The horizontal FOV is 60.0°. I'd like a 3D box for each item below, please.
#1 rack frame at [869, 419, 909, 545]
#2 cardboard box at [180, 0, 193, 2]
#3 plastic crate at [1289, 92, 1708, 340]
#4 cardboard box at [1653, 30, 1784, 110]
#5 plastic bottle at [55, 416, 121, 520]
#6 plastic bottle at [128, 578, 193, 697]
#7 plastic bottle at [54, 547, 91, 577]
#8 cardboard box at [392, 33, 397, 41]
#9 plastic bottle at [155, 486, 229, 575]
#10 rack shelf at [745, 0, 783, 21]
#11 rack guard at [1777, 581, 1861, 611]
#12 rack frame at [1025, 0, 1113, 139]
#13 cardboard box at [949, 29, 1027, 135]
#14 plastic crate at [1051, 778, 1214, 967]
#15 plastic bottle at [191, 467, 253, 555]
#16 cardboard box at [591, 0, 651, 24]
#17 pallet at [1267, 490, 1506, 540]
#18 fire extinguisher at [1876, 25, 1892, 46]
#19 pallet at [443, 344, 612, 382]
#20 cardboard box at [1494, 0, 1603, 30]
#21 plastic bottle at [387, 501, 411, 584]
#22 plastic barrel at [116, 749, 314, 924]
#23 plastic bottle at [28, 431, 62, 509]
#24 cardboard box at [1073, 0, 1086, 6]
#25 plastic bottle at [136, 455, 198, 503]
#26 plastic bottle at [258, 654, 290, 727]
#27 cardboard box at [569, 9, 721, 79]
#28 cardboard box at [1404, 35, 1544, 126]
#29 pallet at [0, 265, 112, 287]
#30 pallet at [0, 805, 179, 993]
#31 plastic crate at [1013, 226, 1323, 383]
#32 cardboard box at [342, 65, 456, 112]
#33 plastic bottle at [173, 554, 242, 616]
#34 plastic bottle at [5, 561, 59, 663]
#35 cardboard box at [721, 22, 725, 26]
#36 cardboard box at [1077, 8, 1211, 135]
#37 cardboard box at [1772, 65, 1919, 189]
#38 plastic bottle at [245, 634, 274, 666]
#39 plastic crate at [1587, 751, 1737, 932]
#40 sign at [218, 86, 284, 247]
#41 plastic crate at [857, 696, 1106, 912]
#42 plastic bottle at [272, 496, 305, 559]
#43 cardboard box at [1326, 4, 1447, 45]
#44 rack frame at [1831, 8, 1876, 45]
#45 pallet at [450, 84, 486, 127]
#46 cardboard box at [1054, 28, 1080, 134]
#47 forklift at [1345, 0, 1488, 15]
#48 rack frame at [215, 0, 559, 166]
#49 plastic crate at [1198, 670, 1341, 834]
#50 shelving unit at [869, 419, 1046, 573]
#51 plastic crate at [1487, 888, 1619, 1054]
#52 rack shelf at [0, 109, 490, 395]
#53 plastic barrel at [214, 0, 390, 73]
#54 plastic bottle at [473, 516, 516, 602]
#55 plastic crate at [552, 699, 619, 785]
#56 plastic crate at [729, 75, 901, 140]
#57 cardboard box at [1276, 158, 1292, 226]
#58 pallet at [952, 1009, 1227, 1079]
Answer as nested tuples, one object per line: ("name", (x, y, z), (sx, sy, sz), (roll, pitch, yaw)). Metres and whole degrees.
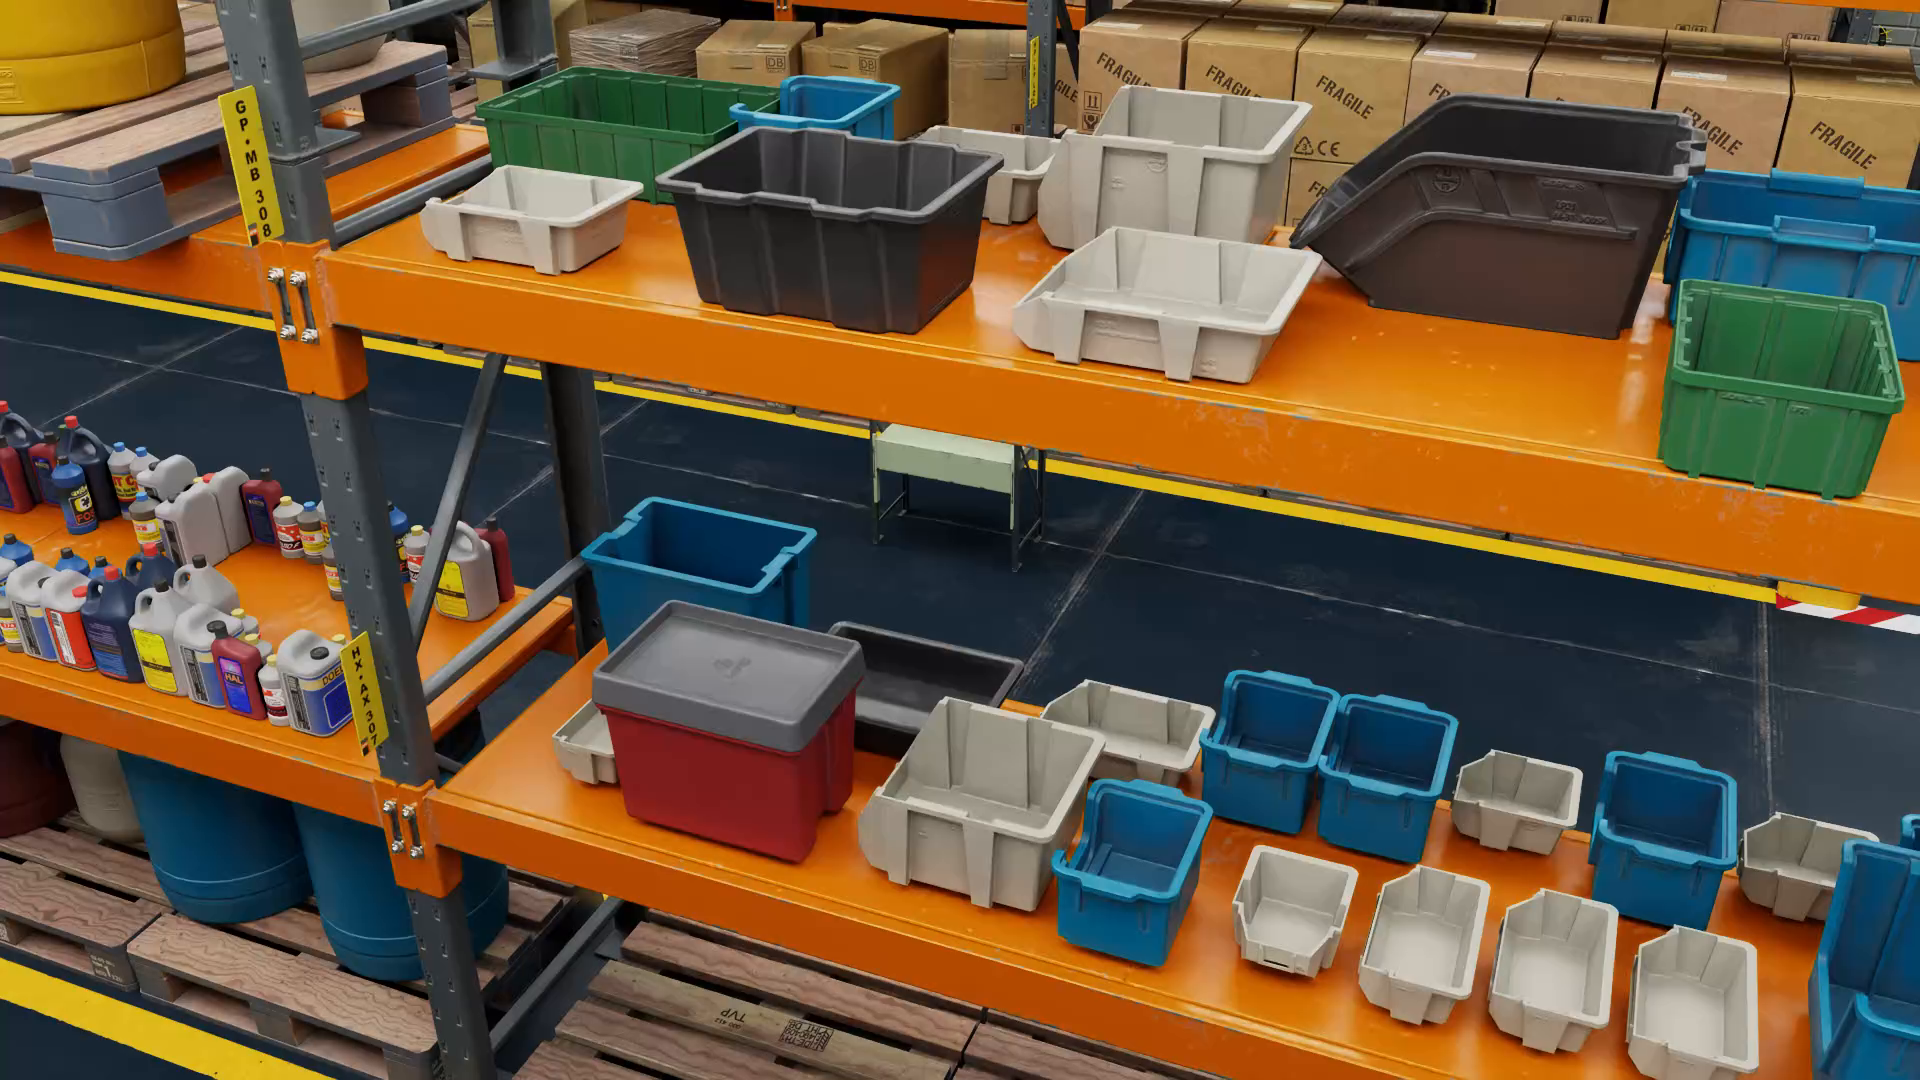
("rack frame", (-0.345, -0.722, 8.003), (0.023, 1.500, 0.400), (11, 31, 19))
("cardboard box", (-8.091, -5.326, 16.910), (0.500, 0.311, 0.500), (8, 30, 13))
("plastic crate", (1.091, -0.684, 3.426), (0.767, 0.338, 0.504), (11, 31, 19))
("cardboard box", (3.469, -2.029, 7.674), (0.500, 0.500, 0.500), (12, 31, 20))
("plastic bottle", (-2.989, -0.256, 5.705), (0.185, 0.351, 0.144), (11, 31, 19))
("plastic bottle", (-2.278, 0.264, 4.785), (0.185, 0.351, 0.144), (11, 31, 19))
("plastic bottle", (-2.691, 0.147, 5.072), (0.097, 0.271, 0.097), (0, 29, 0))
("cardboard box", (-5.499, -4.778, 16.086), (0.250, 0.166, 0.380), (7, 30, 13))
("plastic bottle", (-2.505, -0.044, 5.406), (0.135, 0.276, 0.152), (11, 31, 19))
("rack shelf", (-3.139, -5.051, 14.869), (4.000, 0.370, 1.077), (11, 31, 19))
("rack guard", (4.198, -0.181, 8.062), (0.348, 0.500, 1.175), (11, 31, 19))
("rack frame", (0.562, -1.995, 8.731), (0.127, 3.000, 1.000), (11, 31, 19))
("cardboard box", (0.207, -2.411, 8.938), (0.500, 0.500, 0.700), (1, 30, 2))
("plastic crate", (0.403, 0.787, 3.919), (0.300, 0.233, 0.416), (11, 31, 19))
("plastic bottle", (-2.447, -0.114, 5.529), (0.135, 0.276, 0.152), (11, 31, 19))
("cardboard box", (-2.955, -4.760, 14.955), (0.500, 0.250, 0.500), (11, 31, 19))
("pallet", (2.333, -0.428, 8.794), (1.213, 0.211, 1.003), (11, 31, 19))
("fire extinguisher", (6.094, -3.080, 11.108), (0.183, 0.674, 0.296), (11, 31, 19))
("pallet", (-2.467, -1.365, 10.451), (1.213, 0.211, 1.003), (11, 31, 19))
("cardboard box", (4.270, -4.009, 11.990), (0.700, 0.700, 0.980), (10, 31, 17))
("plastic bottle", (-1.811, 0.001, 5.331), (0.097, 0.271, 0.097), (0, 29, 0))
("plastic barrel", (-2.458, 0.754, 5.573), (0.708, 0.901, 0.600), (11, 31, 19))
("plastic bottle", (-3.144, -0.248, 5.759), (0.133, 0.283, 0.061), (11, 31, 19))
("cardboard box", (1.067, -4.289, 13.025), (0.250, 0.149, 0.380), (11, 31, 19))
("plastic bottle", (-2.662, -0.157, 5.605), (0.135, 0.276, 0.152), (11, 31, 19))
("plastic bottle", (-1.908, 0.415, 4.669), (0.097, 0.201, 0.097), (0, 29, 0))
("cardboard box", (-1.743, -2.640, 9.344), (0.500, 0.500, 0.700), (18, 34, 28))
("cardboard box", (2.326, -1.972, 7.574), (0.500, 0.500, 0.500), (12, 32, 21))
("pallet", (-6.154, -2.142, 11.826), (1.213, 0.211, 1.003), (11, 31, 19))
("pallet", (-3.137, 1.090, 6.107), (1.213, 0.211, 1.003), (11, 31, 19))
("plastic crate", (0.395, -0.457, 3.230), (0.530, 0.136, 0.437), (11, 31, 19))
("cardboard box", (-3.465, -2.783, 10.216), (0.500, 0.311, 0.500), (13, 32, 22))
("plastic bottle", (-2.224, 0.198, 4.902), (0.185, 0.351, 0.144), (11, 31, 19))
("plastic bottle", (-2.721, 0.206, 4.964), (0.135, 0.276, 0.152), (11, 31, 19))
("cardboard box", (-2.406, -4.355, 15.000), (0.500, 0.500, 0.700), (11, 31, 19))
("cardboard box", (0.893, -2.258, 8.079), (0.500, 0.500, 0.500), (12, 32, 20))
("cardboard box", (3.753, -1.691, 7.075), (0.500, 0.500, 0.500), (11, 31, 19))
("plastic bottle", (-2.009, 0.363, 4.762), (0.097, 0.201, 0.097), (0, 29, 0))
("plastic crate", (1.688, 0.732, 4.015), (0.300, 0.233, 0.416), (11, 31, 19))
("sign", (-1.512, -0.796, 3.553), (0.005, 0.325, 0.100), (11, 31, 19))
("plastic crate", (0.042, 0.655, 4.102), (0.530, 0.282, 0.437), (11, 31, 19))
("plastic bottle", (-2.206, -0.048, 5.488), (0.097, 0.201, 0.097), (0, 29, 0))
("cardboard box", (2.071, -2.311, 8.173), (0.500, 0.500, 0.500), (12, 31, 20))
("rack frame", (6.128, -3.514, 11.419), (0.127, 3.000, 1.000), (11, 31, 19))
("pallet", (-2.490, -2.558, 9.922), (1.003, 0.211, 1.213), (11, 31, 19))
("cardboard box", (0.945, -3.725, 13.550), (0.750, 0.750, 0.750), (12, 32, 21))
("forklift", (2.363, -2.845, 10.305), (3.031, 2.935, 1.130), (20, 35, 31))
("rack frame", (-1.304, -2.349, 3.260), (0.127, 3.000, 1.000), (11, 31, 19))
("plastic crate", (0.800, 0.555, 4.329), (0.300, 0.233, 0.416), (11, 31, 19))
("shelving unit", (-0.006, -0.654, 7.883), (0.755, 1.500, 0.431), (11, 31, 19))
("plastic crate", (1.316, 0.963, 3.705), (0.243, 0.136, 0.396), (11, 31, 19))
("rack shelf", (-3.157, -1.100, 4.830), (4.000, 0.370, 1.077), (11, 31, 19))
("plastic barrel", (-1.697, -1.496, 4.236), (0.433, 0.535, 0.433), (0, 29, 0))
("plastic bottle", (-1.483, 0.051, 5.229), (0.133, 0.283, 0.061), (11, 31, 19))
("plastic crate", (-0.926, 0.503, 4.519), (0.243, 0.136, 0.396), (11, 31, 19))
("plastic crate", (-0.340, -0.947, 3.999), (0.300, 0.233, 0.416), (11, 31, 19))
("cardboard box", (1.408, -1.727, 8.155), (0.500, 0.500, 0.500), (12, 32, 20))
("pallet", (0.527, 1.820, 4.815), (1.213, 0.211, 1.003), (11, 31, 19))
